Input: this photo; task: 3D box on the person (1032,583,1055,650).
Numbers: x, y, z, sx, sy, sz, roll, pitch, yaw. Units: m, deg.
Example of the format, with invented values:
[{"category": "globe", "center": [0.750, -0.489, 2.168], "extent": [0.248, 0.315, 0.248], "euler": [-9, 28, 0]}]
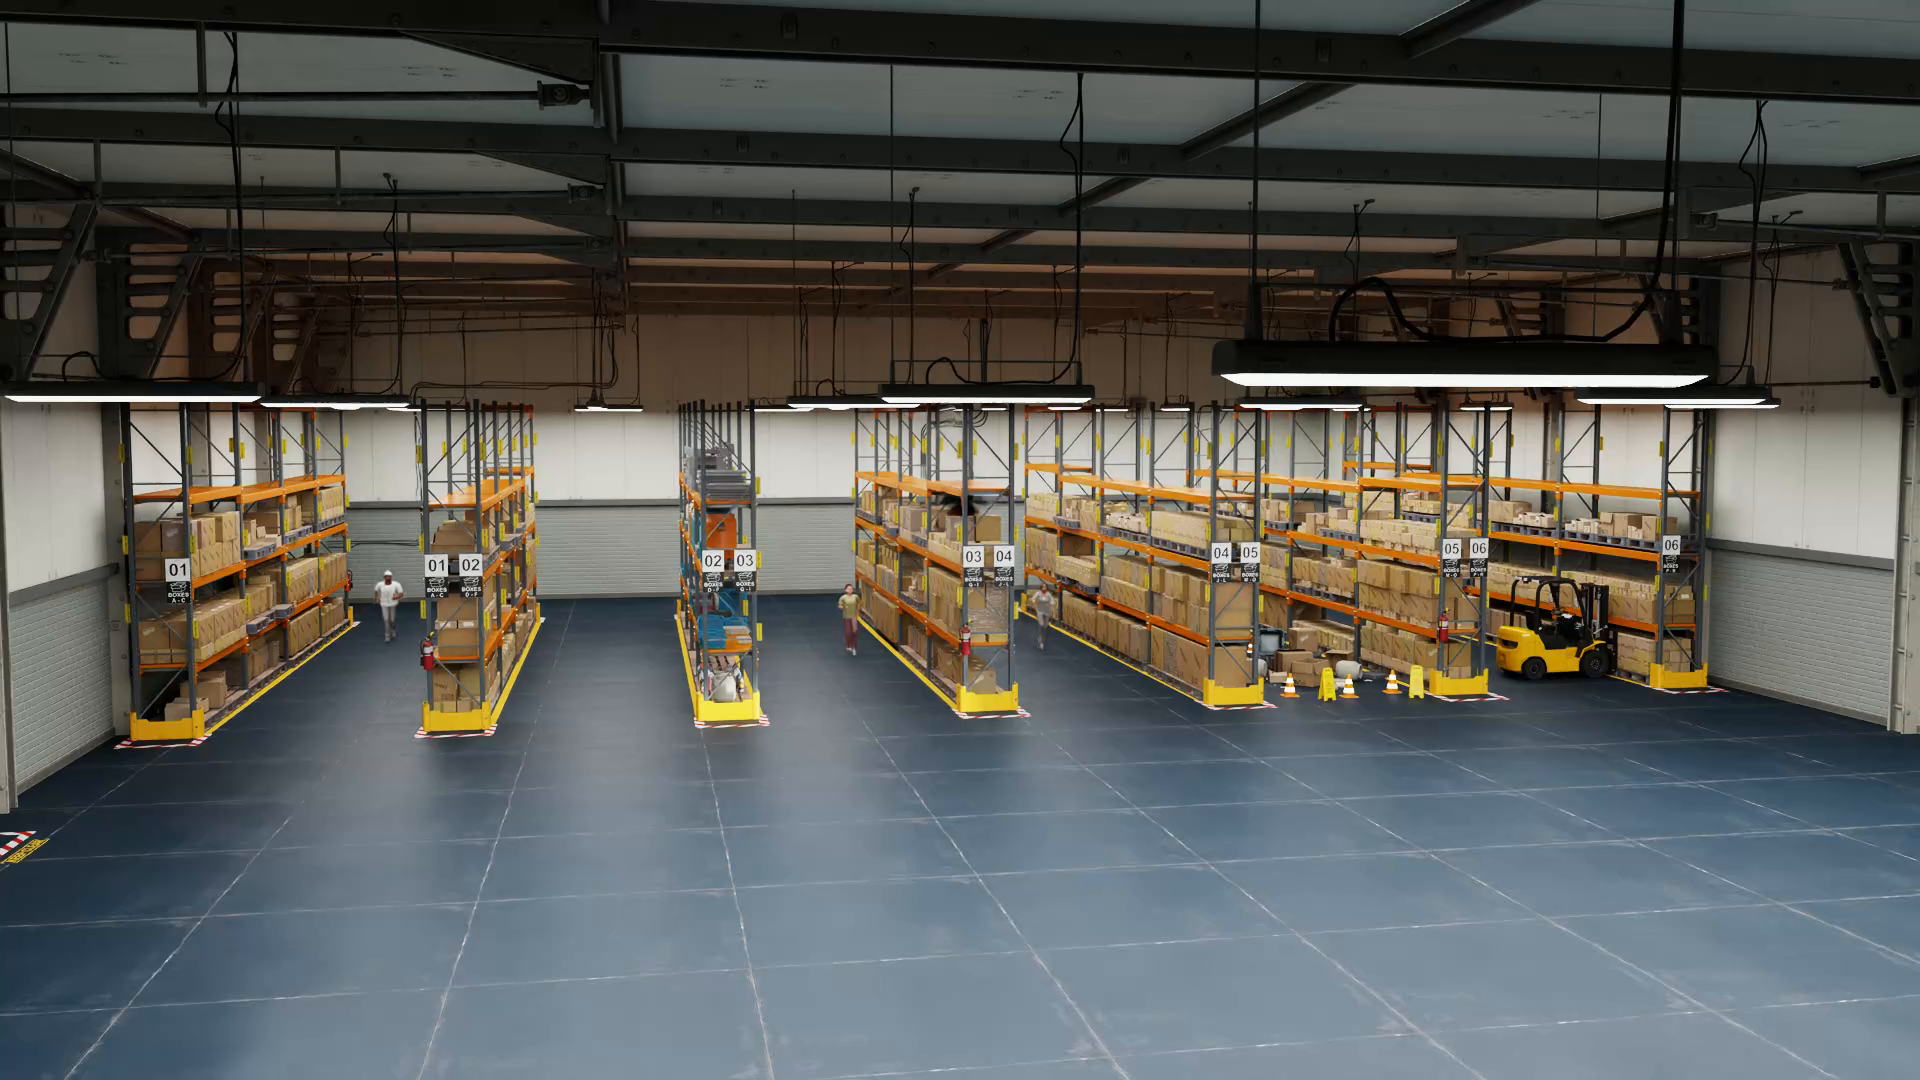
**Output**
[{"category": "person", "center": [2.051, 1.860, 40.912], "extent": [0.511, 1.623, 0.801], "euler": [-1, 4, -11]}]

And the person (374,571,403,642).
[{"category": "person", "center": [-14.448, 1.652, 42.071], "extent": [0.701, 1.757, 0.887], "euler": [-1, 4, -15]}]

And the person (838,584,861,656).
[{"category": "person", "center": [-2.636, 1.899, 39.726], "extent": [0.559, 1.725, 0.738], "euler": [-1, 4, -8]}]
